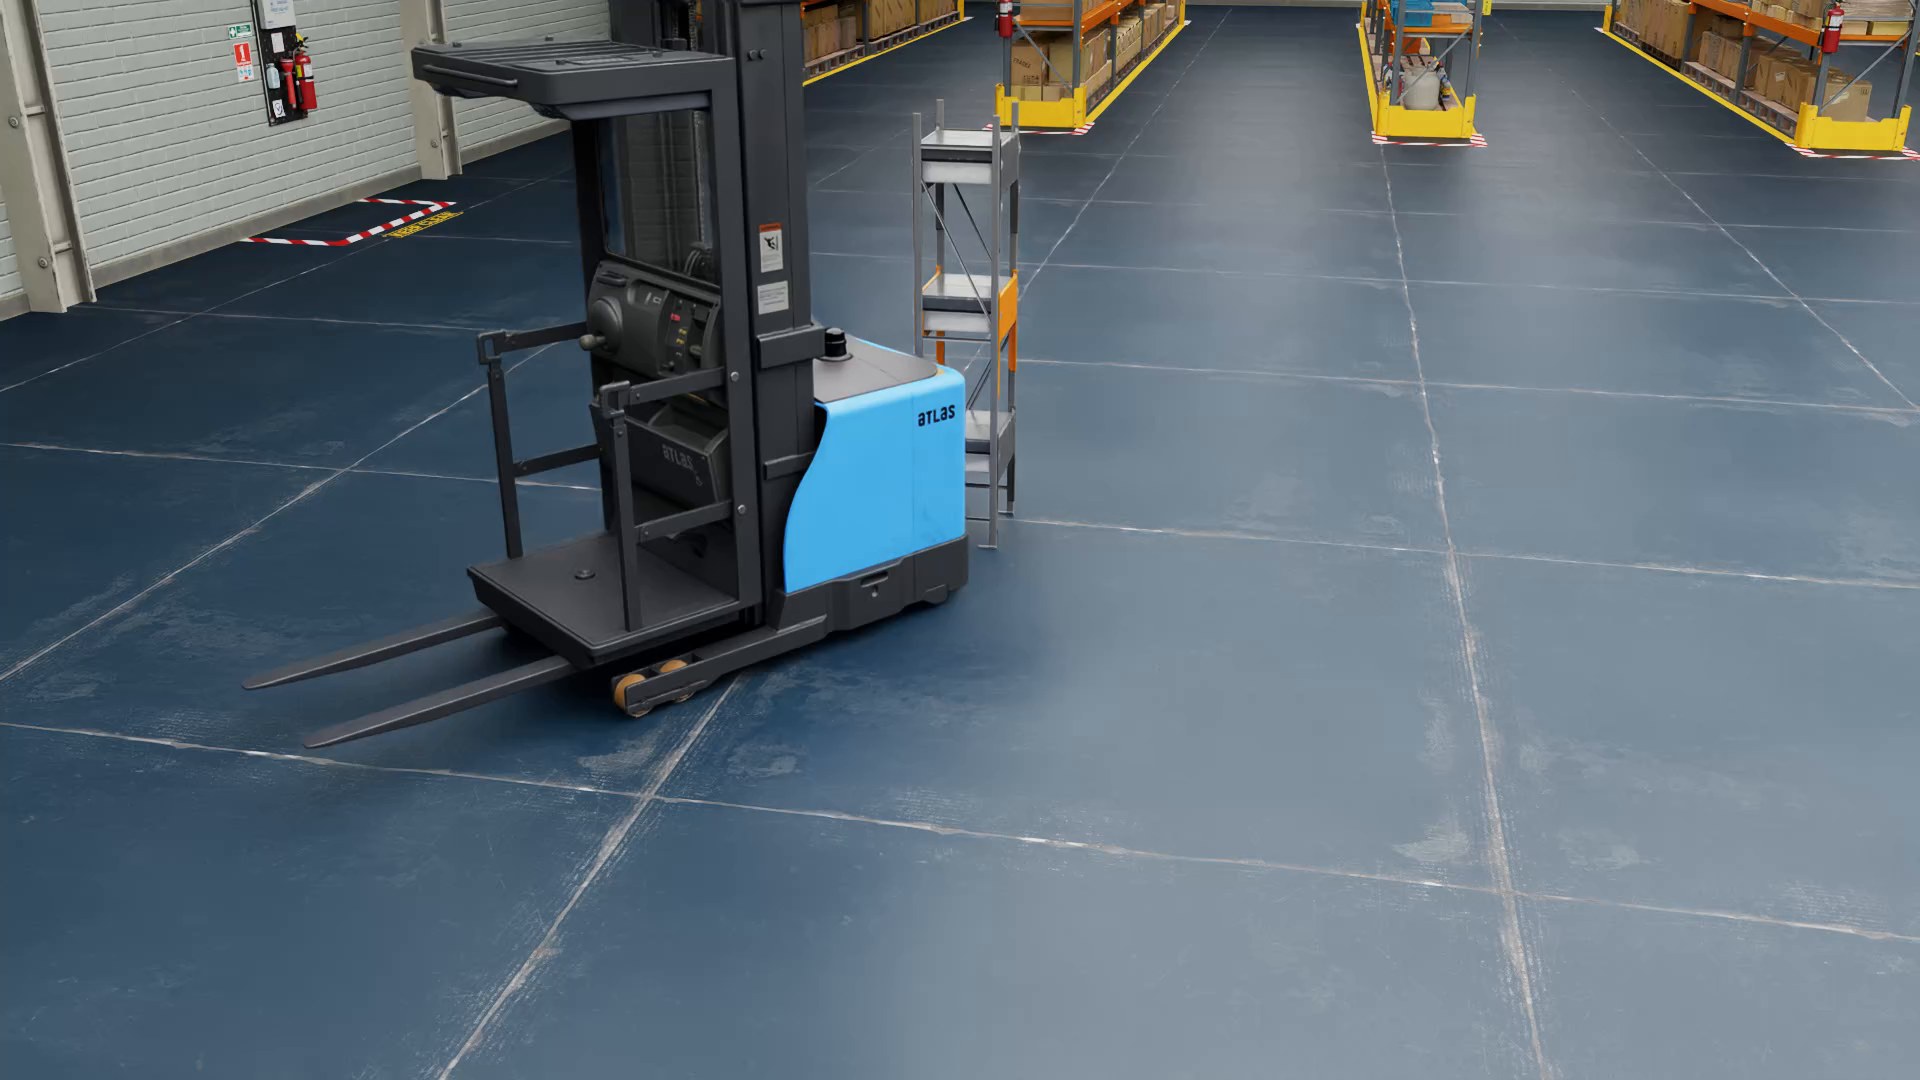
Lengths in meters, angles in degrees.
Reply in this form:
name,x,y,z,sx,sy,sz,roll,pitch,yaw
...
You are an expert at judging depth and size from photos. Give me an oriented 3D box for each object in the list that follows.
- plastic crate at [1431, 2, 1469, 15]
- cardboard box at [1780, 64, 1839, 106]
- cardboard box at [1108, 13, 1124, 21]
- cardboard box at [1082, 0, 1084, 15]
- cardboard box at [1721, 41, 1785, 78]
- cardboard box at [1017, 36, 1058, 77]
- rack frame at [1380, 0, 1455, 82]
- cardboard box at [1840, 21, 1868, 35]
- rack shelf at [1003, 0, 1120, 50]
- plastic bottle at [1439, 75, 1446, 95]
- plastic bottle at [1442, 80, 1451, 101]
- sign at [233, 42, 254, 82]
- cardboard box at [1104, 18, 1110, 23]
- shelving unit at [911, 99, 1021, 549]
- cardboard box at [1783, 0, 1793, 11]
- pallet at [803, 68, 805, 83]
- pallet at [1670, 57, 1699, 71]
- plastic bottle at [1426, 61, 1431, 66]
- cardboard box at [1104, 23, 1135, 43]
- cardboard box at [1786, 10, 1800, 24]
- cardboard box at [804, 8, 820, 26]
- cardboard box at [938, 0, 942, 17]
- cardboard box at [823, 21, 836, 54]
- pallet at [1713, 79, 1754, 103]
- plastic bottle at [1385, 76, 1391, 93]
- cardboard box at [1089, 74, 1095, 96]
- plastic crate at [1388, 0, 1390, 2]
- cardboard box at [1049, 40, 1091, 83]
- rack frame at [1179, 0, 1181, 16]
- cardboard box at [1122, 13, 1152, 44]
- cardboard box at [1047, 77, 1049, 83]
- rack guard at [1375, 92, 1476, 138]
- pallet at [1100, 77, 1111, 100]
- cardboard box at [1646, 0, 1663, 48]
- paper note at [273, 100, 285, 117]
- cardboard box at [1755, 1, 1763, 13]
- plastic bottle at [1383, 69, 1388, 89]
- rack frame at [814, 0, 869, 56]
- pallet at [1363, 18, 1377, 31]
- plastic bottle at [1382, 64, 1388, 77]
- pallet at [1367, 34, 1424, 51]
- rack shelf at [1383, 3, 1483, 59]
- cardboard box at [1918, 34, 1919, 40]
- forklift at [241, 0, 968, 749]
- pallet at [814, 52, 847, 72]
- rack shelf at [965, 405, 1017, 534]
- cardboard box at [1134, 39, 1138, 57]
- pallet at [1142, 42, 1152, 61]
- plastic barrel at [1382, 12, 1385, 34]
name,x,y,z,sx,sy,sz,roll,pitch,yaw
plastic crate,6.650,-7.240,22.669,0.530,0.136,0.437,4,22,11
cardboard box,11.302,-6.047,22.138,0.500,0.500,0.500,2,22,6
cardboard box,2.662,-9.222,29.994,0.500,0.500,0.500,5,23,13
cardboard box,1.279,-7.301,22.332,0.700,0.500,0.500,5,22,12
cardboard box,11.958,-7.243,25.081,0.700,0.500,0.500,3,22,6
cardboard box,1.077,-6.745,23.200,0.500,0.500,0.500,4,22,11
rack frame,6.734,-7.976,24.142,1.000,3.000,0.127,4,22,11
cardboard box,10.622,-6.139,19.917,0.380,0.149,0.250,4,22,11
rack shelf,1.477,-7.290,23.402,1.077,0.370,4.000,4,22,11
plastic bottle,6.724,-6.327,23.111,0.097,0.271,0.097,0,22,0
plastic bottle,6.592,-6.091,22.525,0.097,0.271,0.097,0,22,0
sign,-6.465,-4.317,15.010,0.001,0.329,0.234,4,22,11
cardboard box,2.307,-8.828,28.626,0.500,0.311,0.500,5,23,13
shelving unit,0.034,-1.035,8.112,0.431,2.100,0.503,4,22,11
cardboard box,11.148,-7.072,21.367,0.875,0.500,0.500,4,22,11
pallet,-3.067,-7.189,25.922,1.003,0.211,1.213,4,22,11
pallet,12.633,-8.050,28.060,1.003,0.211,1.213,4,22,11
plastic bottle,6.743,-6.705,23.943,0.144,0.351,0.185,4,22,11
cardboard box,2.630,-8.412,27.593,0.500,0.311,0.500,4,22,11
cardboard box,10.825,-6.695,21.299,0.380,0.149,0.250,4,22,11
cardboard box,-2.642,-8.746,27.808,0.500,0.250,0.500,4,22,9
cardboard box,-0.765,-11.524,35.737,0.700,0.500,0.500,4,22,9
cardboard box,-2.537,-8.608,28.469,0.700,0.500,0.500,4,22,11
pallet,11.740,-6.590,24.433,1.003,0.211,1.213,4,22,11
plastic bottle,5.869,-6.206,22.796,0.061,0.283,0.133,5,22,12
cardboard box,1.597,-6.356,23.240,0.500,0.250,0.500,4,22,11
plastic crate,6.502,-7.765,23.703,0.767,0.338,0.504,4,22,11
cardboard box,1.496,-6.521,22.645,0.500,0.500,0.500,4,22,11
rack frame,4.334,-12.744,35.980,1.000,3.000,0.127,4,22,11
cardboard box,3.175,-9.199,29.936,0.500,0.500,0.500,4,22,9
cardboard box,0.979,-6.214,22.885,0.500,0.250,0.500,4,22,11
rack guard,5.887,-5.385,21.055,1.175,0.500,0.348,4,22,11
pallet,1.682,-6.774,24.890,1.003,0.211,1.213,4,22,11
cardboard box,12.922,-9.171,29.391,1.225,0.875,0.875,4,22,9
paper note,-6.355,-4.027,15.516,0.016,0.148,0.142,4,22,11
cardboard box,11.180,-7.336,22.889,0.380,0.149,0.250,4,22,11
plastic bottle,6.050,-6.530,23.600,0.061,0.283,0.133,5,23,13
rack frame,-2.149,-10.194,29.650,1.000,3.000,0.127,4,22,11
pallet,8.976,-10.772,34.819,1.003,0.211,1.213,4,22,11
plastic bottle,6.239,-6.831,24.363,0.097,0.271,0.097,0,22,0
pallet,8.168,-9.329,31.235,1.003,0.211,1.213,4,22,11
rack shelf,6.325,-6.911,22.461,1.077,0.370,4.000,4,22,11
cardboard box,17.922,-9.341,30.786,0.380,0.149,0.250,4,22,9
forklift,-1.404,-0.878,6.611,3.031,2.935,1.130,-18,28,-38
pallet,-2.561,-8.170,28.357,1.003,0.211,1.213,4,22,11
rack shelf,0.034,-0.373,8.378,0.431,0.518,0.480,4,22,11
cardboard box,2.731,-8.337,28.158,0.500,0.250,0.500,4,22,10
pallet,2.891,-8.794,29.907,1.003,0.211,1.213,4,22,11
plastic barrel,8.094,-9.666,30.587,0.600,0.901,0.708,4,22,11
